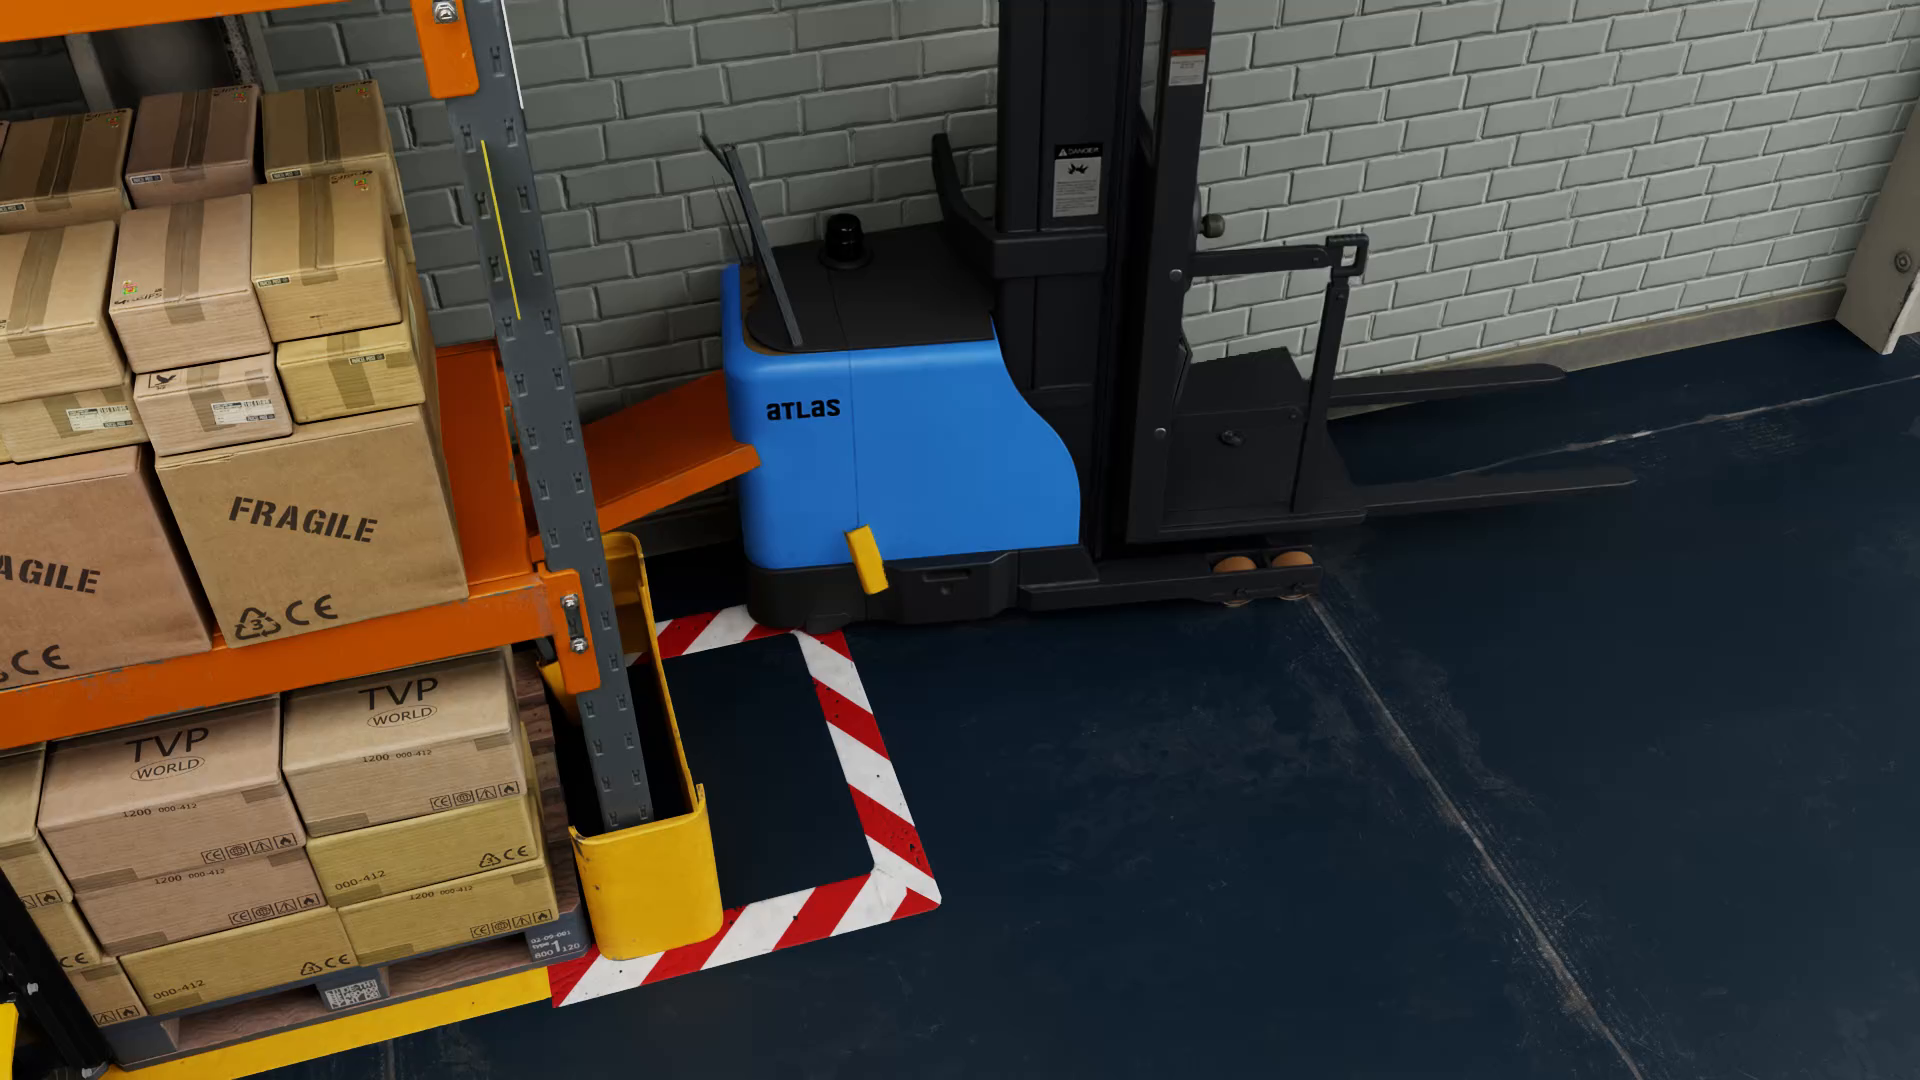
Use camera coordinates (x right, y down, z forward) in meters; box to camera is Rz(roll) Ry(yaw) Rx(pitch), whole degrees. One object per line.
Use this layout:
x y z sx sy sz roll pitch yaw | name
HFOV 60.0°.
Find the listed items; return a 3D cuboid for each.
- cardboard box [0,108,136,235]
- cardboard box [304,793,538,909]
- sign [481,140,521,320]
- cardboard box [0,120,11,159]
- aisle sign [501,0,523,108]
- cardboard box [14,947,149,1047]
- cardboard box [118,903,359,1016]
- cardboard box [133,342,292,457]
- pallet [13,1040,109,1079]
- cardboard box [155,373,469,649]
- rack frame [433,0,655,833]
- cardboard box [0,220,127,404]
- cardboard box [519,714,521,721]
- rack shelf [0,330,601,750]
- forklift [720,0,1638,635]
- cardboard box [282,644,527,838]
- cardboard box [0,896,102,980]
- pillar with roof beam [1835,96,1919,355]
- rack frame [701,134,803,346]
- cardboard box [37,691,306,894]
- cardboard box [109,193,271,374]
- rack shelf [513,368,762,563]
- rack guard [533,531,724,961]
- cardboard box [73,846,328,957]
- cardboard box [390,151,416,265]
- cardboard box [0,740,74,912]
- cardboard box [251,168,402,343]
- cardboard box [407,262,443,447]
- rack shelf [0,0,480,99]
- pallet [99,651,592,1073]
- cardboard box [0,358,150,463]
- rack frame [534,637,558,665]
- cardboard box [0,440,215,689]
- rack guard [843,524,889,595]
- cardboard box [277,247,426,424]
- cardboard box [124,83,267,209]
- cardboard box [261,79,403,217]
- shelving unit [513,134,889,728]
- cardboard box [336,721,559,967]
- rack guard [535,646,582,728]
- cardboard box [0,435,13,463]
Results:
-1.885 -0.755 3.540 0.250 0.149 0.380 -11 42 -12 | cardboard box
-1.364 0.596 4.178 0.500 0.250 0.500 -12 43 -14 | cardboard box
-0.844 -0.567 3.059 0.005 0.325 0.100 -12 42 -13 | sign
-2.126 -0.716 3.494 0.250 0.149 0.380 -11 42 -13 | cardboard box
-0.843 -1.193 2.860 0.004 0.787 0.394 -12 42 -13 | aisle sign
-2.304 0.969 4.132 0.500 0.250 0.500 -11 42 -13 | cardboard box
-1.824 0.876 4.239 0.500 0.250 0.500 -12 42 -13 | cardboard box
-1.475 -0.354 3.306 0.250 0.149 0.380 -11 42 -12 | cardboard box
-2.872 1.081 4.352 1.213 0.211 1.003 -12 42 -13 | pallet
-1.384 -0.161 3.578 0.500 0.500 0.500 -13 43 -14 | cardboard box
-0.994 -0.385 3.911 0.127 3.000 1.000 -12 42 -13 | rack frame
-1.739 -0.439 3.178 0.250 0.149 0.380 -11 42 -12 | cardboard box
-1.521 0.466 4.707 0.500 0.250 0.500 -12 42 -13 | cardboard box
-2.901 0.281 3.695 4.000 0.370 1.077 -12 42 -13 | rack shelf
0.758 -1.229 4.929 3.031 2.935 1.130 -5 41 -6 | forklift
-1.339 0.402 4.020 0.500 0.250 0.500 -10 42 -12 | cardboard box
-2.332 0.804 3.941 0.500 0.250 0.500 -13 43 -14 | cardboard box
5.088 -1.557 0.692 0.400 9.000 9.100 -12 42 -13 | pillar with roof beam
-0.518 -0.570 5.026 0.032 1.500 0.500 -24 37 -9 | rack frame
-1.824 0.507 3.901 0.500 0.250 0.500 -11 42 -12 | cardboard box
-1.498 -0.508 3.256 0.250 0.149 0.380 -12 42 -13 | cardboard box
-0.933 -0.227 5.048 1.000 0.185 0.538 -24 37 -9 | rack shelf
-0.971 0.551 4.739 0.348 0.500 1.175 -12 42 -13 | rack guard
-1.846 0.689 4.073 0.500 0.250 0.500 -12 43 -13 | cardboard box
-1.395 -0.763 3.774 0.250 0.149 0.380 -13 43 -14 | cardboard box
-2.303 0.613 3.779 0.500 0.250 0.500 -11 42 -13 | cardboard box
-1.272 -0.576 3.335 0.250 0.149 0.380 -12 42 -13 | cardboard box
-1.550 -0.499 3.966 0.500 0.500 0.500 -10 42 -12 | cardboard box
-2.901 -0.849 2.708 4.000 0.370 1.077 -12 42 -13 | rack shelf
-1.711 0.842 4.625 1.213 0.211 1.003 -12 42 -13 | pallet
-1.741 -0.341 3.291 0.250 0.149 0.380 -11 42 -12 | cardboard box
-1.434 -0.162 4.859 0.032 1.500 0.500 -24 37 -9 | rack frame
-1.882 -0.064 3.468 0.500 0.500 0.500 -10 42 -12 | cardboard box
-0.388 -0.080 5.391 0.087 0.250 0.587 -24 37 -9 | rack guard
-1.240 -0.423 3.385 0.250 0.149 0.380 -11 42 -12 | cardboard box
-1.651 -0.834 3.629 0.250 0.149 0.380 -10 42 -12 | cardboard box
-1.378 -0.847 3.644 0.250 0.149 0.380 -12 43 -14 | cardboard box
-0.984 -0.363 4.941 1.083 1.500 0.587 -24 37 -9 | shelving unit
-1.347 0.783 4.344 0.500 0.250 0.500 -11 42 -13 | cardboard box
-1.285 0.320 5.227 0.087 0.250 0.587 -24 37 -9 | rack guard
-1.981 -0.299 3.243 0.250 0.149 0.380 -12 43 -13 | cardboard box
